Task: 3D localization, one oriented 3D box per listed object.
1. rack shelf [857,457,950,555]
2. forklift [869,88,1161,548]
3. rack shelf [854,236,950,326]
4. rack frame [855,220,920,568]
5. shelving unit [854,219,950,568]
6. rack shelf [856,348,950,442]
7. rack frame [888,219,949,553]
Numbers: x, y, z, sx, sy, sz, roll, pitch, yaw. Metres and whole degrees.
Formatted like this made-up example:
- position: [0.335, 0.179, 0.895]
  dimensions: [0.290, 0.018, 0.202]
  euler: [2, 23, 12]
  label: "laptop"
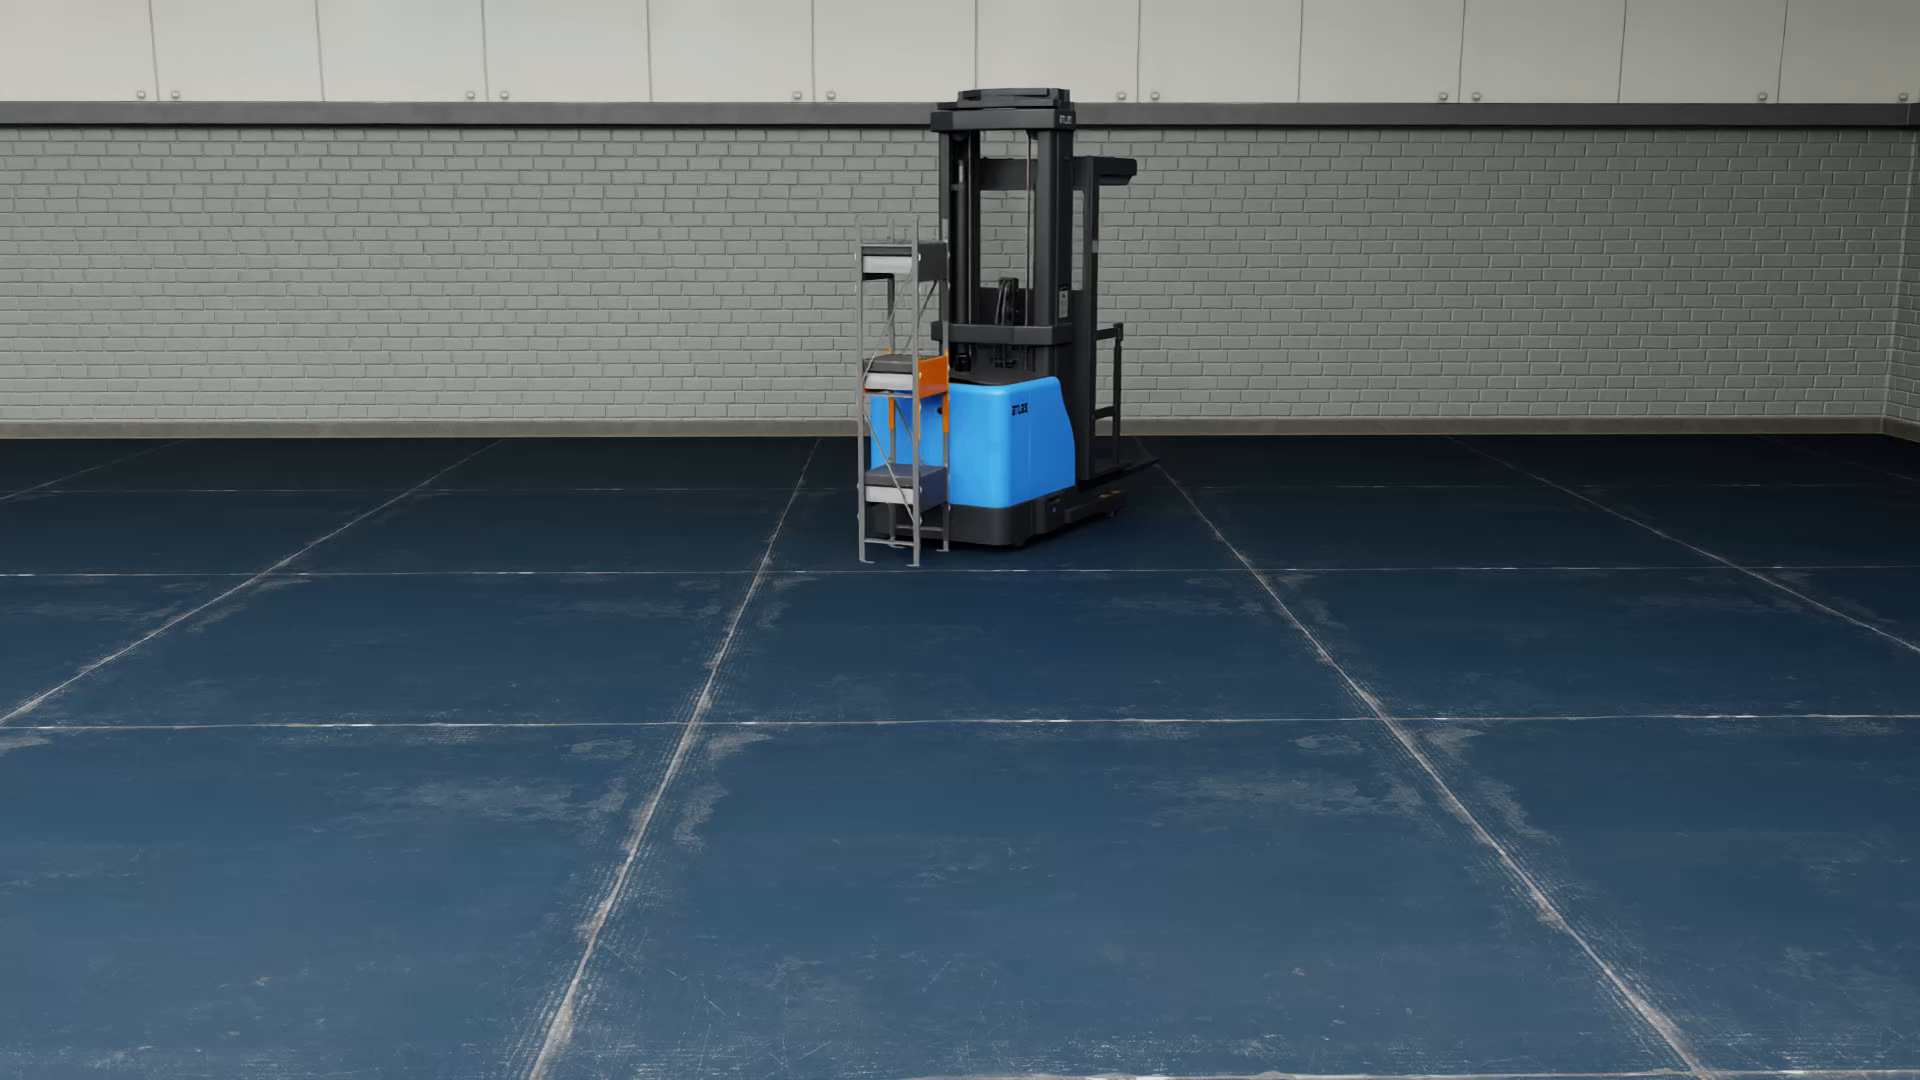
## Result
- position: [-0.349, -0.220, 10.450]
  dimensions: [0.431, 0.518, 0.480]
  euler: [4, 12, 21]
  label: "rack shelf"
- position: [0.560, -1.635, 11.749]
  dimensions: [1.130, 2.935, 3.031]
  euler: [6, 13, 29]
  label: "forklift"
- position: [-0.349, -1.592, 10.172]
  dimensions: [0.431, 0.518, 0.480]
  euler: [4, 12, 21]
  label: "rack shelf"
- position: [-0.437, -0.874, 10.085]
  dimensions: [0.400, 2.100, 0.015]
  euler: [4, 12, 21]
  label: "rack frame"
- position: [-0.349, -0.919, 10.308]
  dimensions: [0.431, 2.100, 0.503]
  euler: [4, 12, 21]
  label: "shelving unit"
- position: [-0.349, -0.906, 10.311]
  dimensions: [0.431, 0.518, 0.480]
  euler: [4, 12, 21]
  label: "rack shelf"
- position: [-0.260, -0.964, 10.531]
  dimensions: [0.400, 2.100, 0.015]
  euler: [4, 12, 21]
  label: "rack frame"
